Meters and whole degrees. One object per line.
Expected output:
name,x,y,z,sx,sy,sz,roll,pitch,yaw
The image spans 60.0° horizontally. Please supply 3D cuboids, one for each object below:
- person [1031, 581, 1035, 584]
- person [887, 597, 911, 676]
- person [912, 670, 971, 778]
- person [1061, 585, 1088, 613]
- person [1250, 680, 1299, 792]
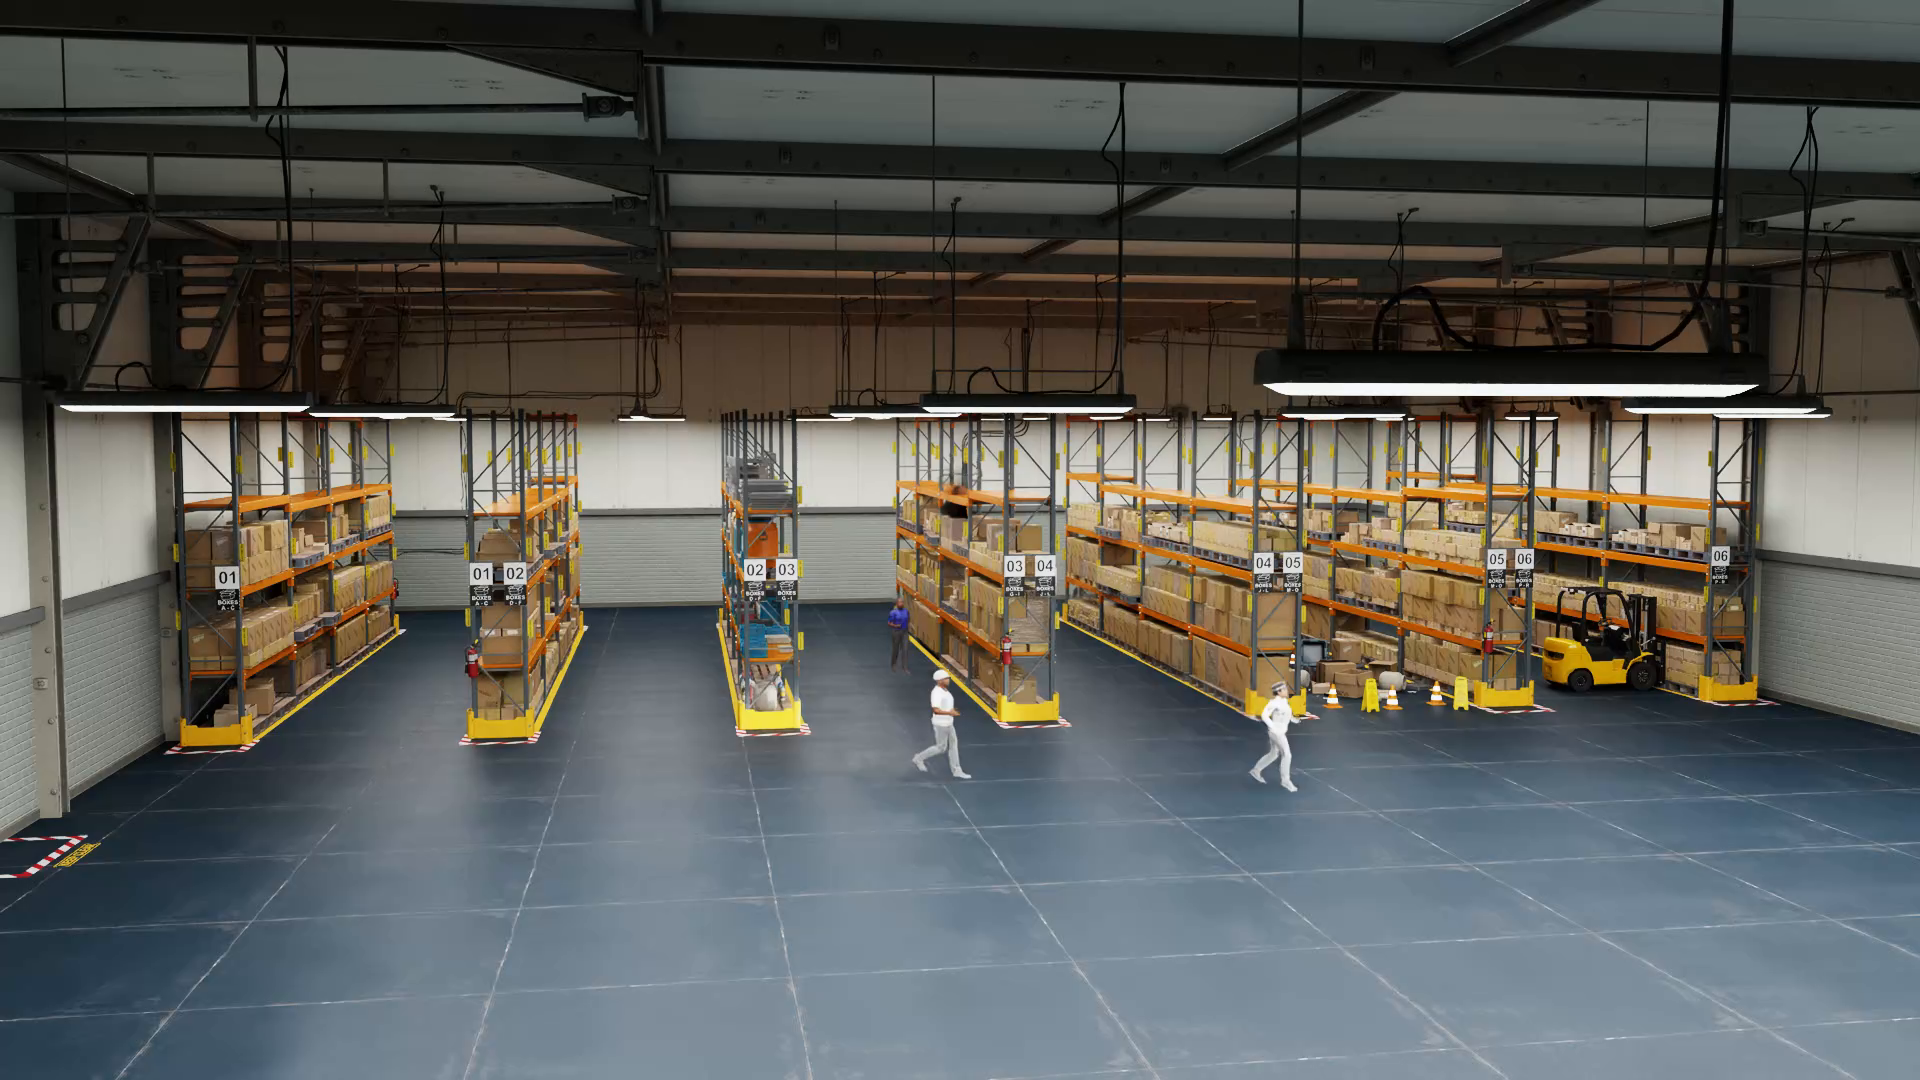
person,2.237,1.445,49.292,0.561,1.708,0.753,-3,5,-33
person,-1.292,2.132,36.050,0.581,1.590,0.849,-2,4,-22
person,-0.292,2.965,26.769,0.957,1.762,0.689,1,4,12
person,3.555,1.386,49.689,1.017,1.627,0.588,-1,4,-14
person,4.955,3.050,26.125,0.777,1.735,0.609,2,4,23
